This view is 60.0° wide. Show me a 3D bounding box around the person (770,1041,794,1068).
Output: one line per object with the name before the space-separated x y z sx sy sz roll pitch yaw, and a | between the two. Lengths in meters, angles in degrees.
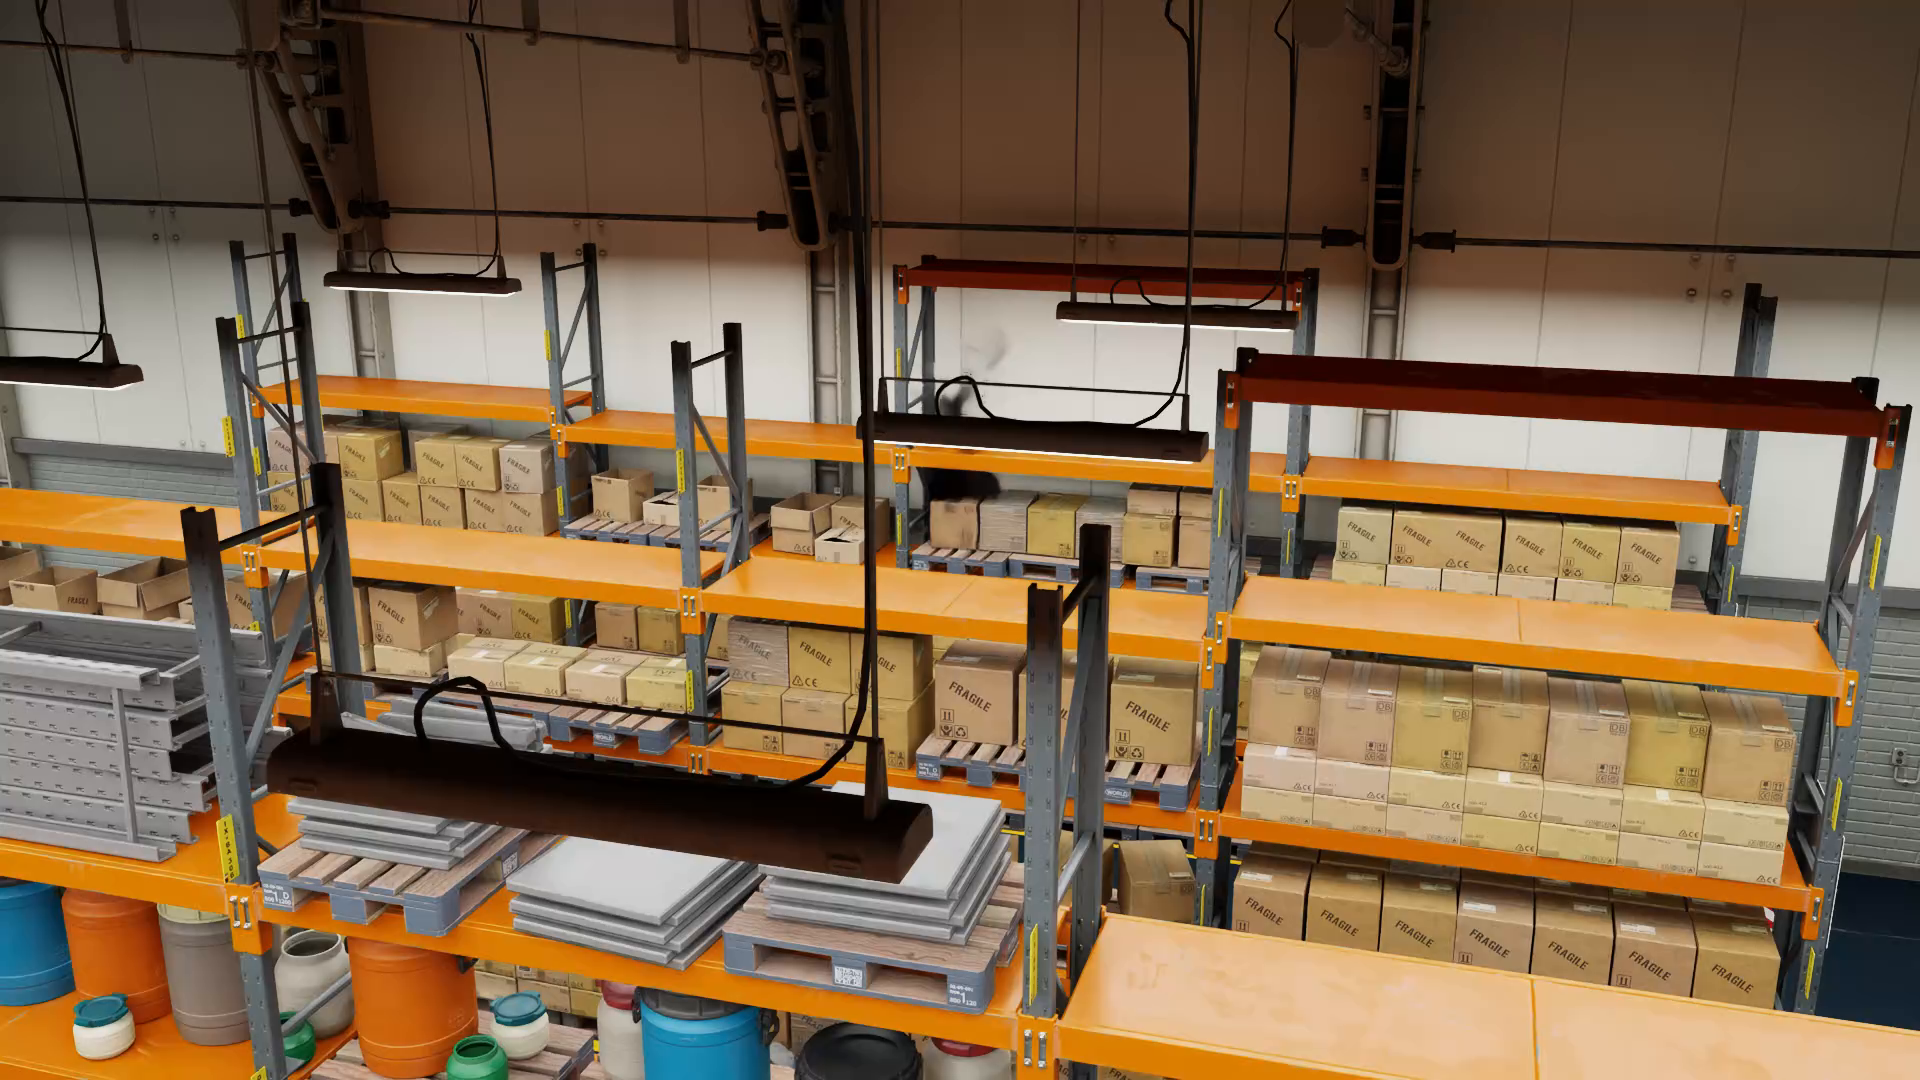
person | -1.360 4.159 11.297 0.554 1.655 0.602 2 16 7
